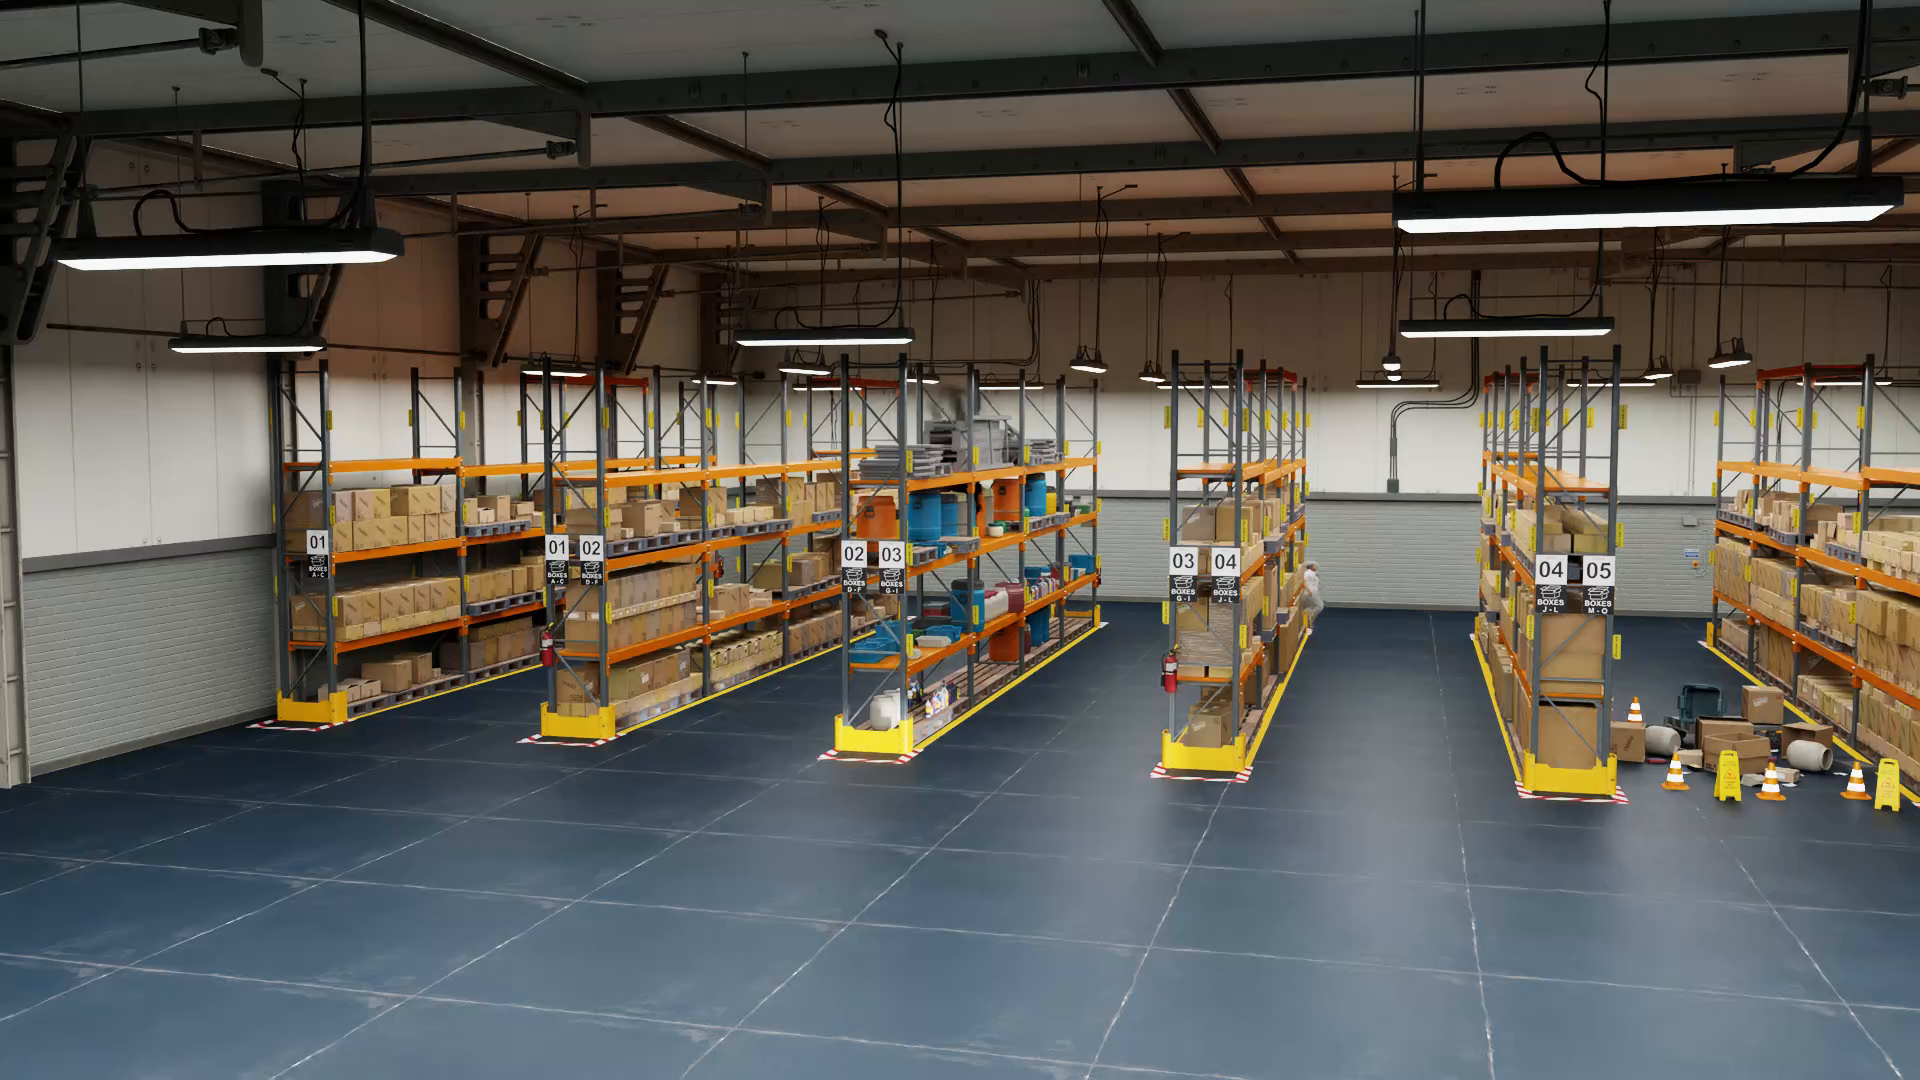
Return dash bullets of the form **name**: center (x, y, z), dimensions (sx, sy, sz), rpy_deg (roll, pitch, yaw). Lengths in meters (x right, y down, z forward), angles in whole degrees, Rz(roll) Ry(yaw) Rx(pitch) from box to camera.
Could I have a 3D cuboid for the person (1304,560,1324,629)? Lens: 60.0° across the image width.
- **person**: center (8.463, 1.319, 40.053), dimensions (0.619, 1.660, 0.694), rpy_deg (1, 4, 17)
